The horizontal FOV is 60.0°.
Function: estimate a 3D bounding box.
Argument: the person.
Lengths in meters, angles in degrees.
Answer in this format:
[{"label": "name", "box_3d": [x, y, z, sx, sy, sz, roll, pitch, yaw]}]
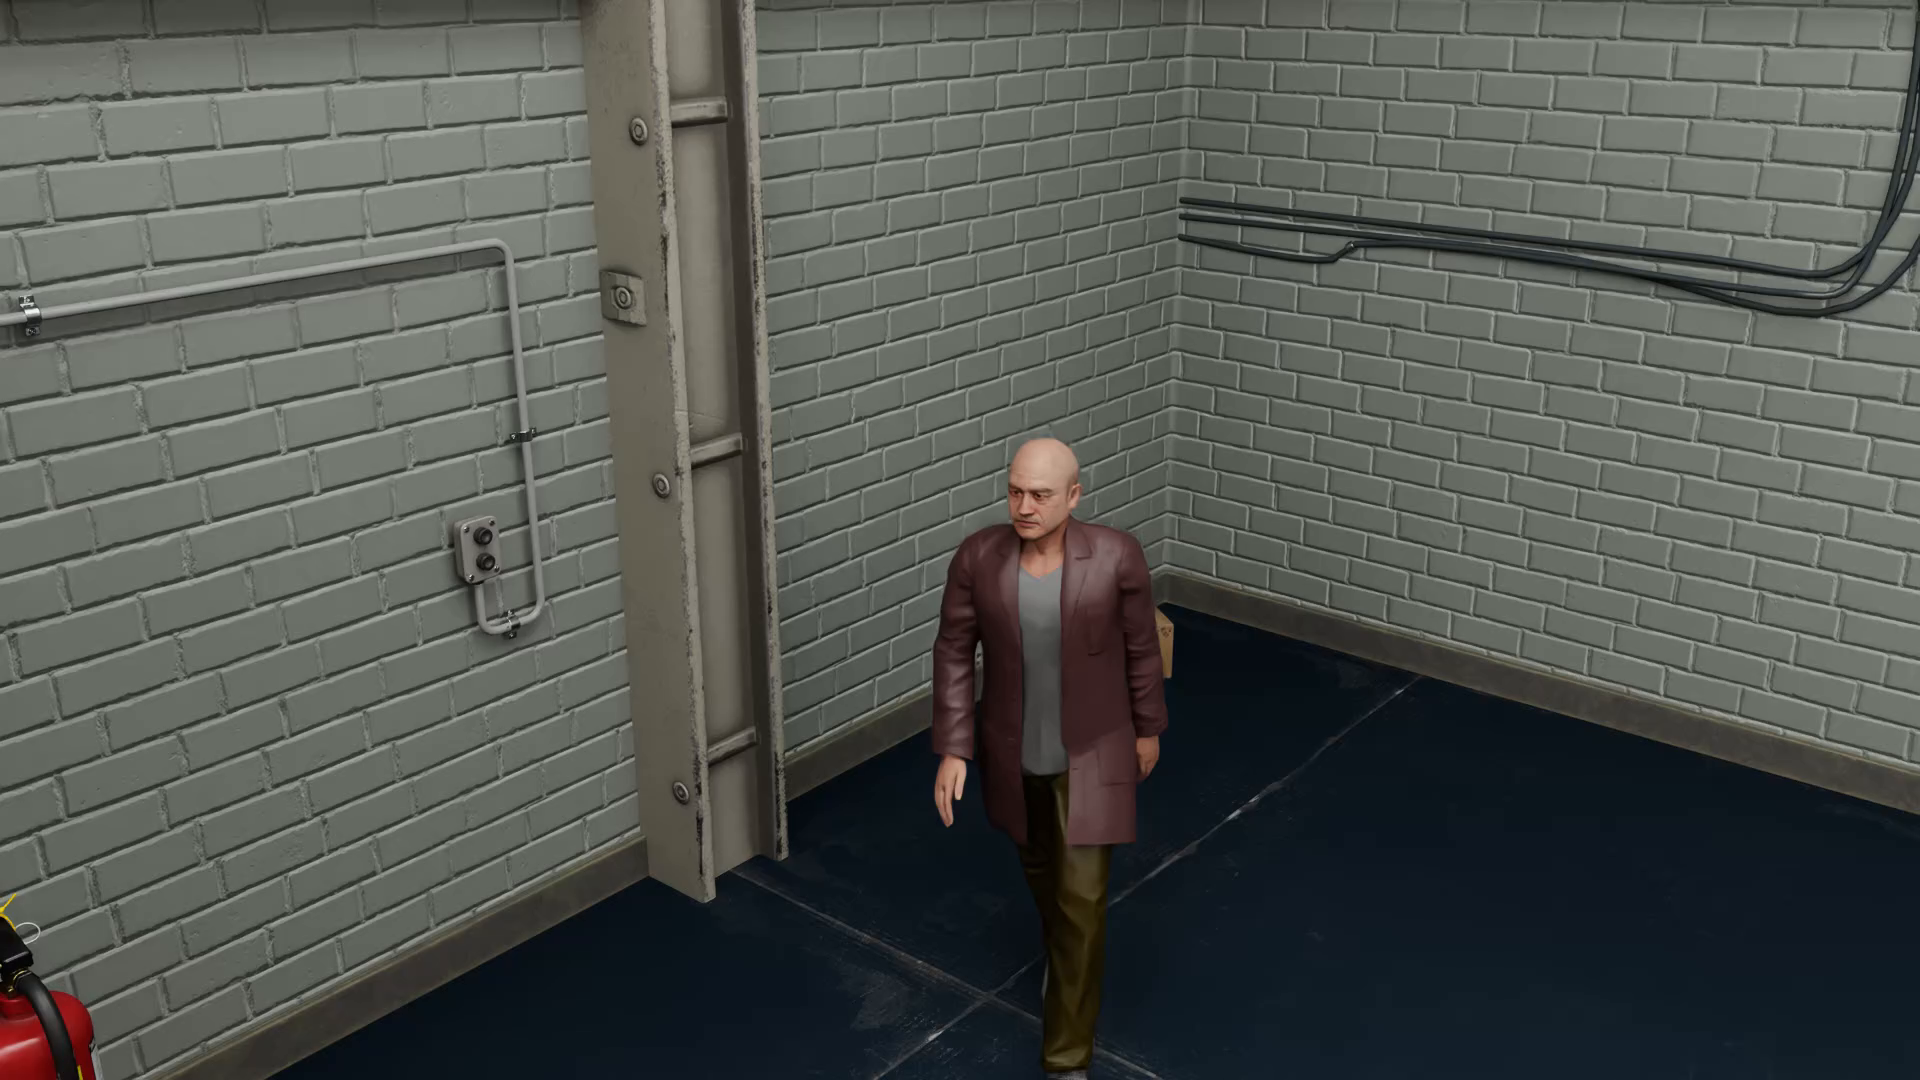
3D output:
[{"label": "person", "box_3d": [0.215, 0.590, 4.459, 0.610, 1.782, 0.911, 6, 21, 17]}]
